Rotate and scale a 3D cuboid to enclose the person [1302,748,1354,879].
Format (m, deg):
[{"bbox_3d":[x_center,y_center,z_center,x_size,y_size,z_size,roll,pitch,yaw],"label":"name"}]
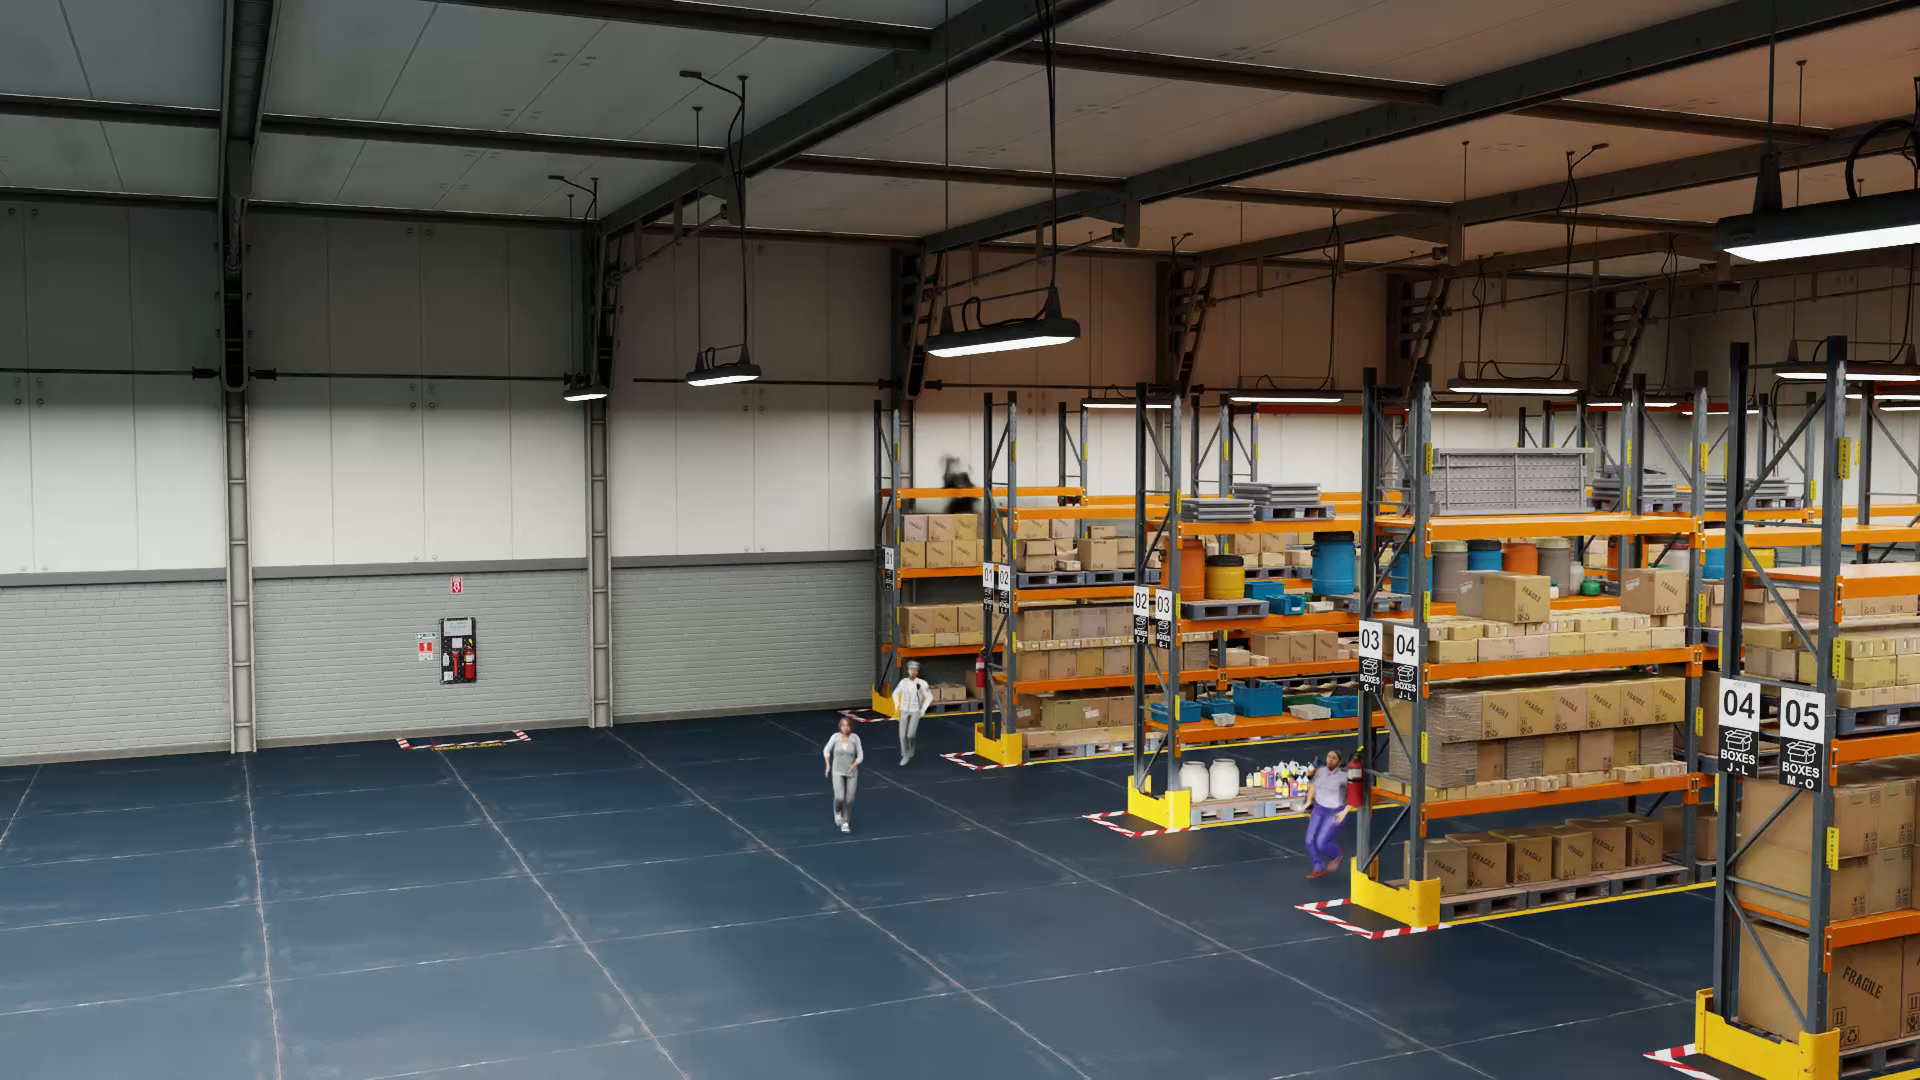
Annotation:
[{"bbox_3d":[4.357,3.243,19.625,0.526,1.596,0.655,-3,4,-37],"label":"person"}]

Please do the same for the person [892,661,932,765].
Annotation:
[{"bbox_3d":[-0.801,2.788,26.786,0.648,1.668,0.474,1,3,14],"label":"person"}]

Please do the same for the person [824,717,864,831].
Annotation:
[{"bbox_3d":[-1.530,3.104,21.952,0.515,1.554,0.627,0,3,-8],"label":"person"}]
